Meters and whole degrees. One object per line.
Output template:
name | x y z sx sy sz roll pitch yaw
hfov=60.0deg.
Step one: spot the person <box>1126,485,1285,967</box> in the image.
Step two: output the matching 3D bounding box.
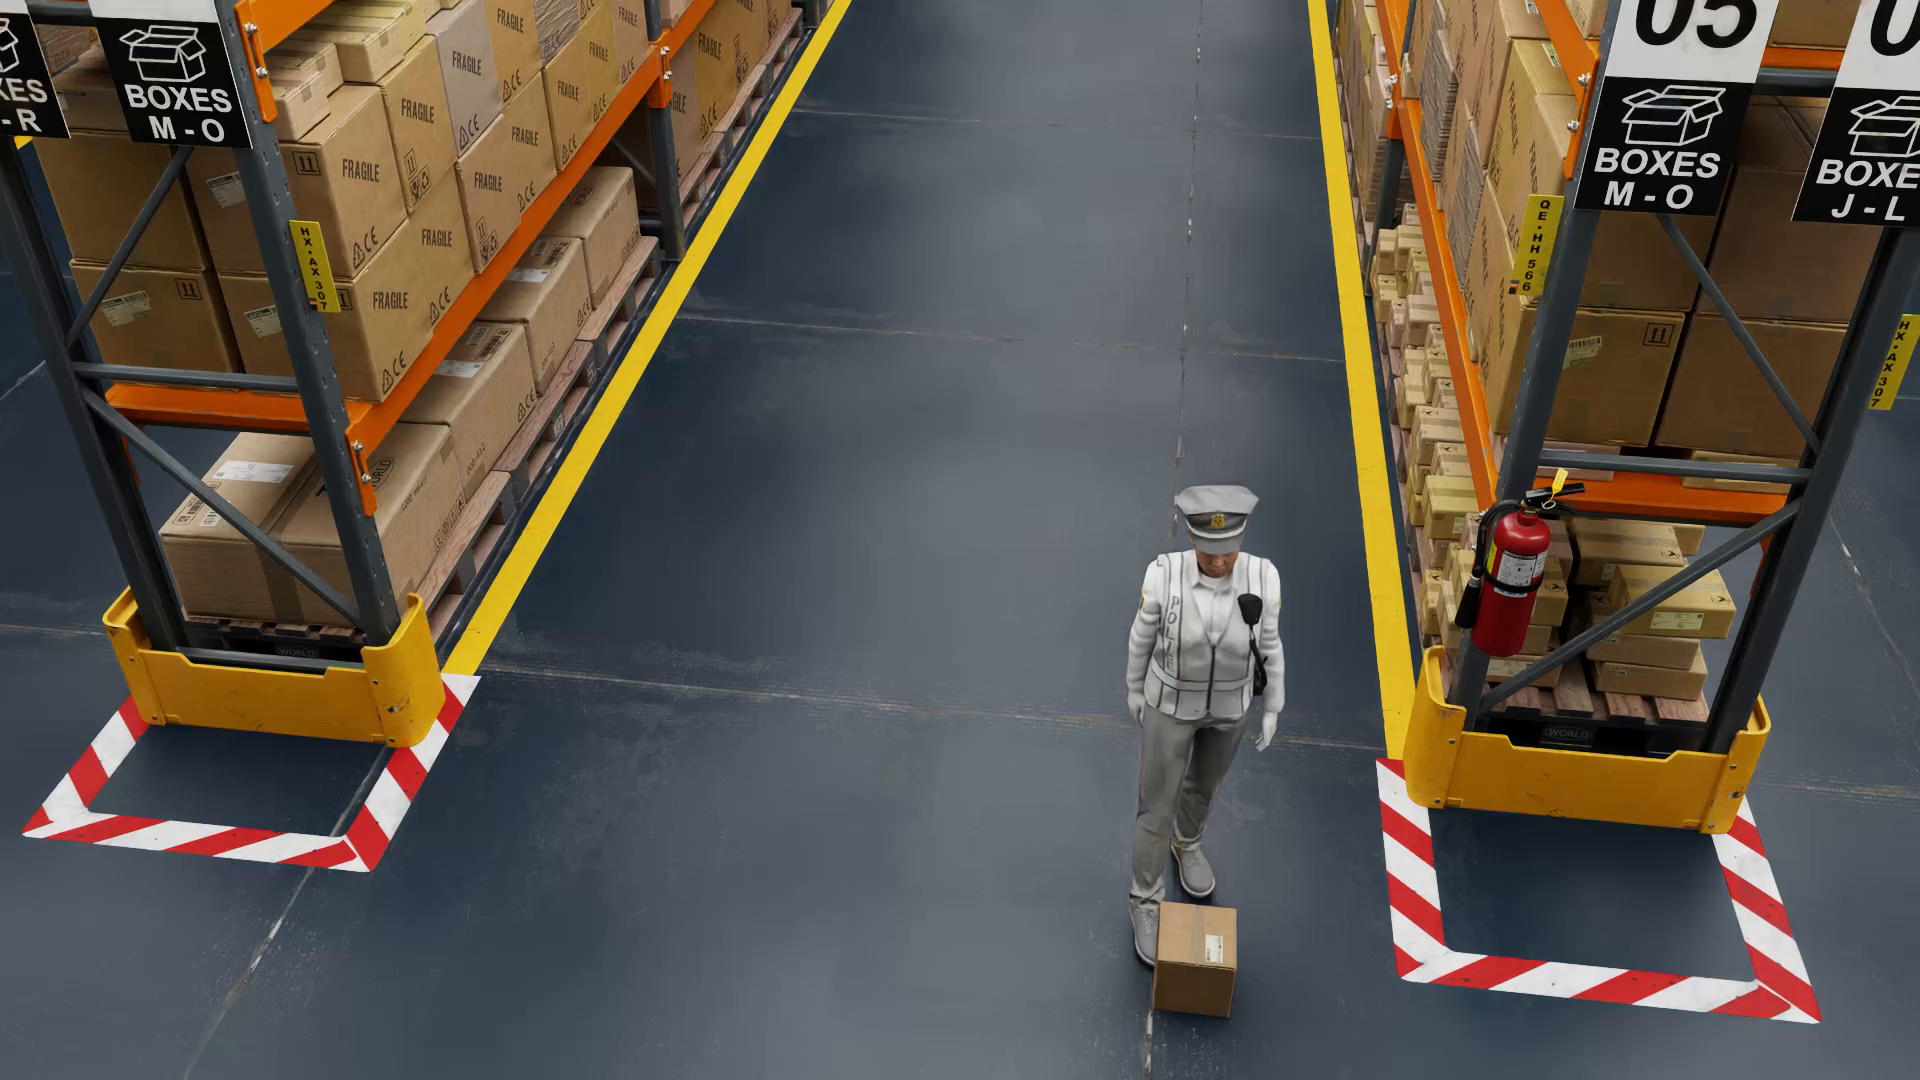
person | 0.807 0.597 5.312 0.498 1.669 0.594 -2 36 -3
